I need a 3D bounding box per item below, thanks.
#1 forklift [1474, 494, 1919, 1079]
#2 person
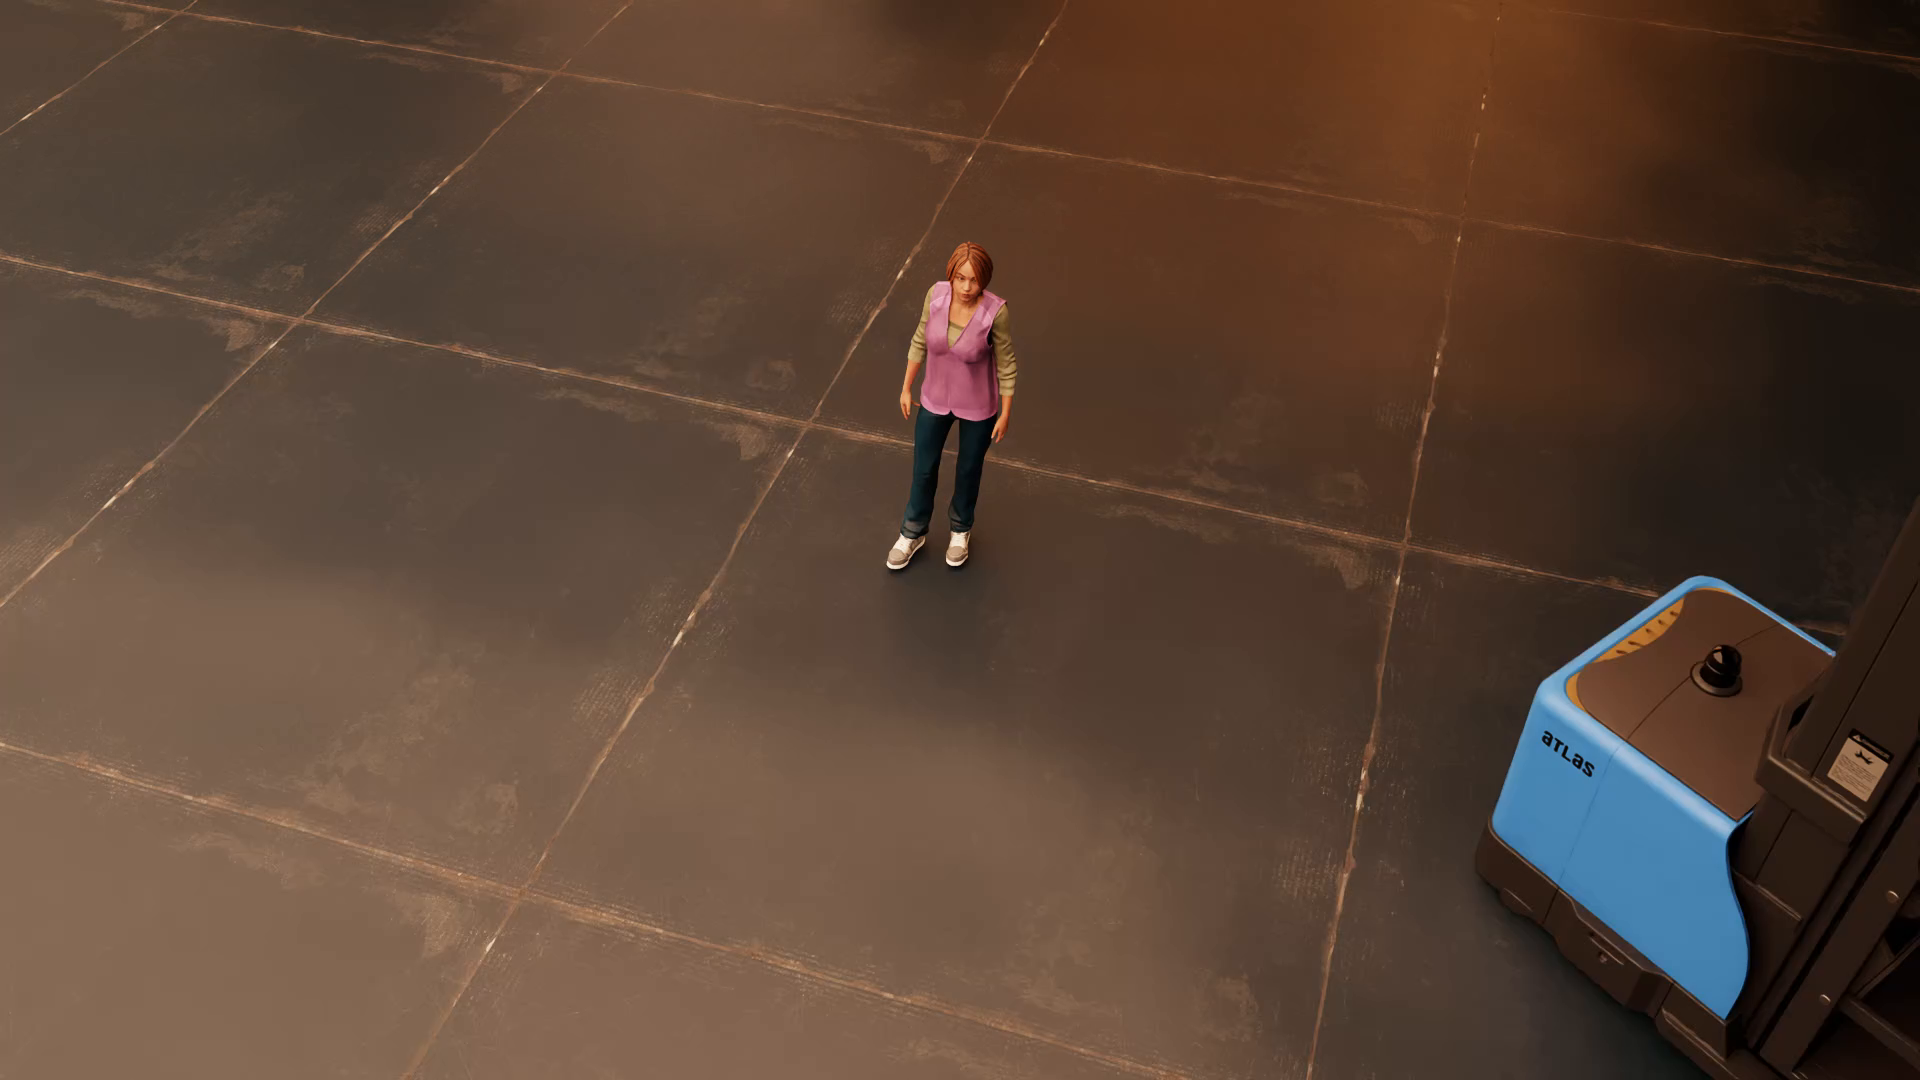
[{"bbox_3d":[3.271,0.817,4.811,1.130,2.935,3.031,-27,49,-26],"label":"forklift"},{"bbox_3d":[-0.036,-0.545,7.244,0.520,1.597,0.476,12,44,13],"label":"person"}]
